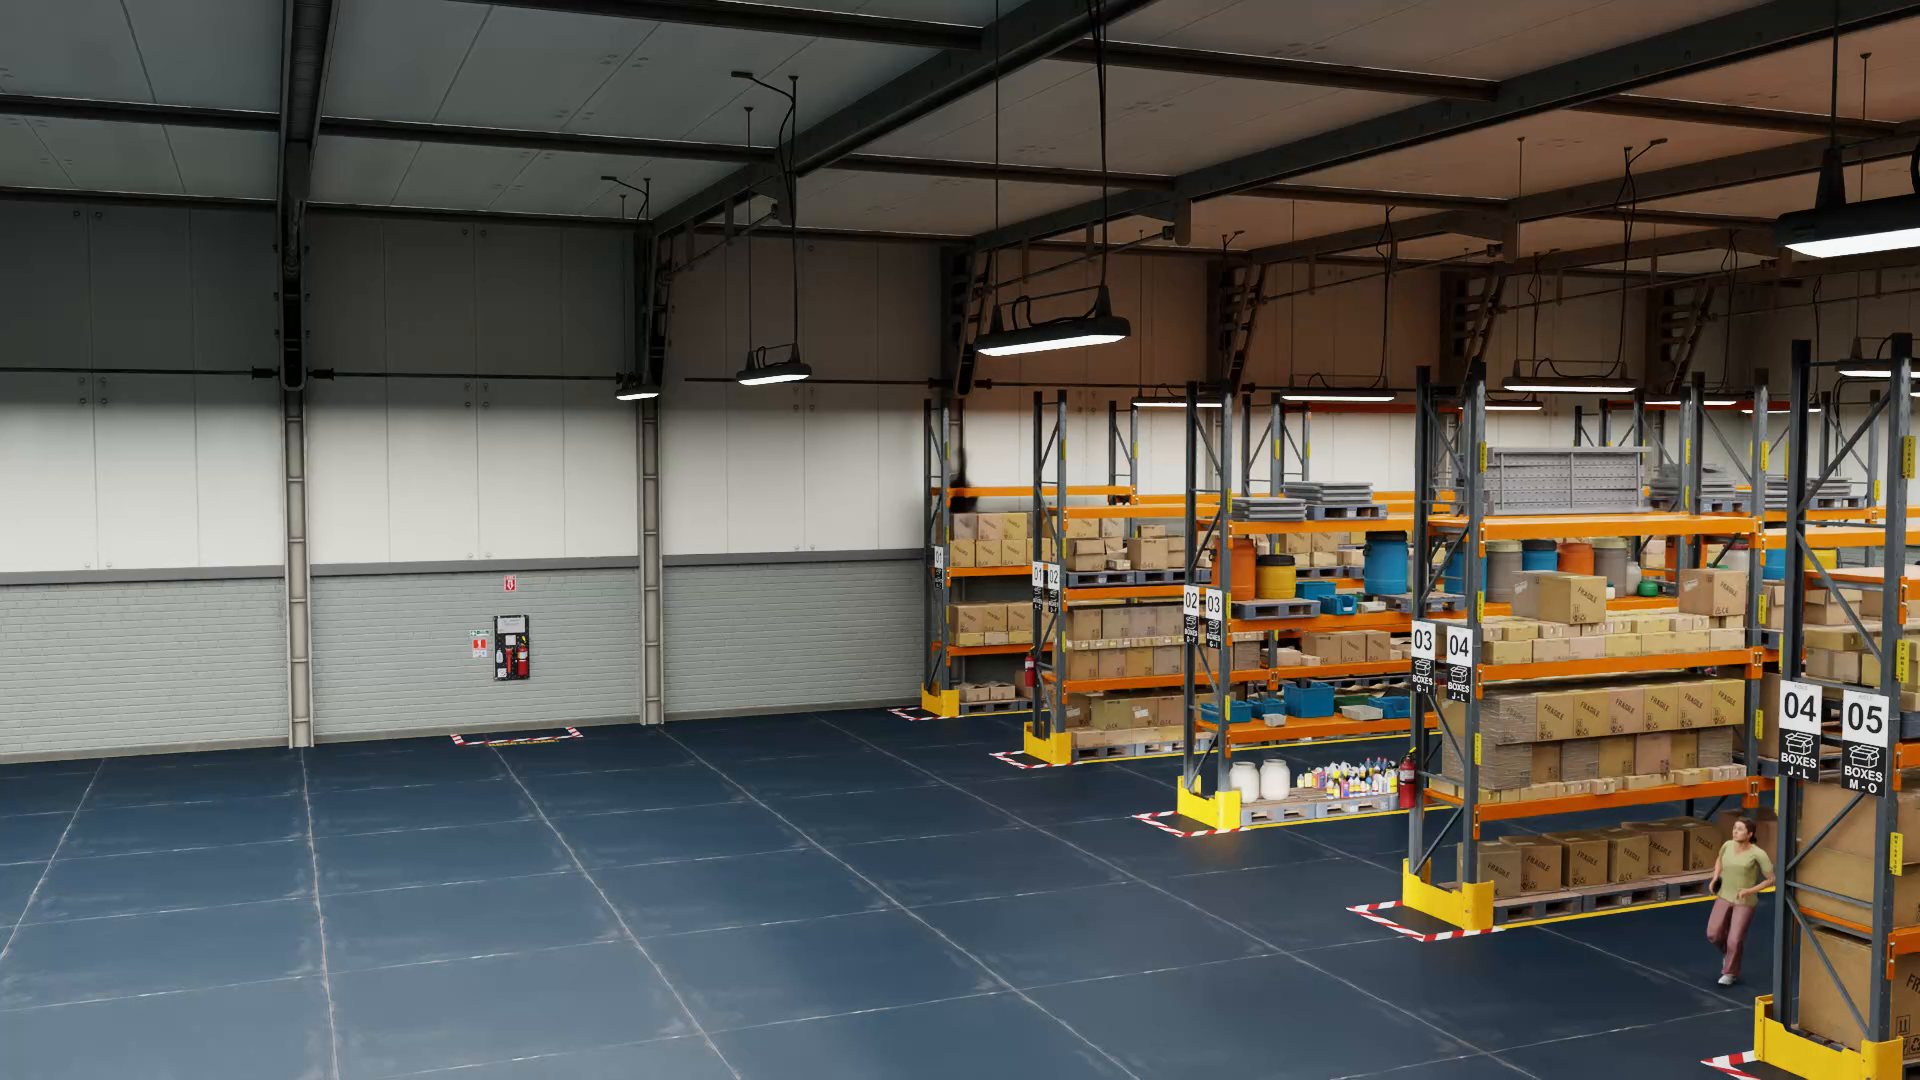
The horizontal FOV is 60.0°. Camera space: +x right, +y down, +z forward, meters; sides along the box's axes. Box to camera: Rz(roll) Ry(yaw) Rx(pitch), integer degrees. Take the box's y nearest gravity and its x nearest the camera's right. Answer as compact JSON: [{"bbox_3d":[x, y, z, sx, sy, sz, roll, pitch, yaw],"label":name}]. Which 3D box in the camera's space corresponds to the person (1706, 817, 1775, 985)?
[{"bbox_3d":[7.407,3.422,15.773,0.530,1.621,0.600,-3,4,-38],"label":"person"}]
